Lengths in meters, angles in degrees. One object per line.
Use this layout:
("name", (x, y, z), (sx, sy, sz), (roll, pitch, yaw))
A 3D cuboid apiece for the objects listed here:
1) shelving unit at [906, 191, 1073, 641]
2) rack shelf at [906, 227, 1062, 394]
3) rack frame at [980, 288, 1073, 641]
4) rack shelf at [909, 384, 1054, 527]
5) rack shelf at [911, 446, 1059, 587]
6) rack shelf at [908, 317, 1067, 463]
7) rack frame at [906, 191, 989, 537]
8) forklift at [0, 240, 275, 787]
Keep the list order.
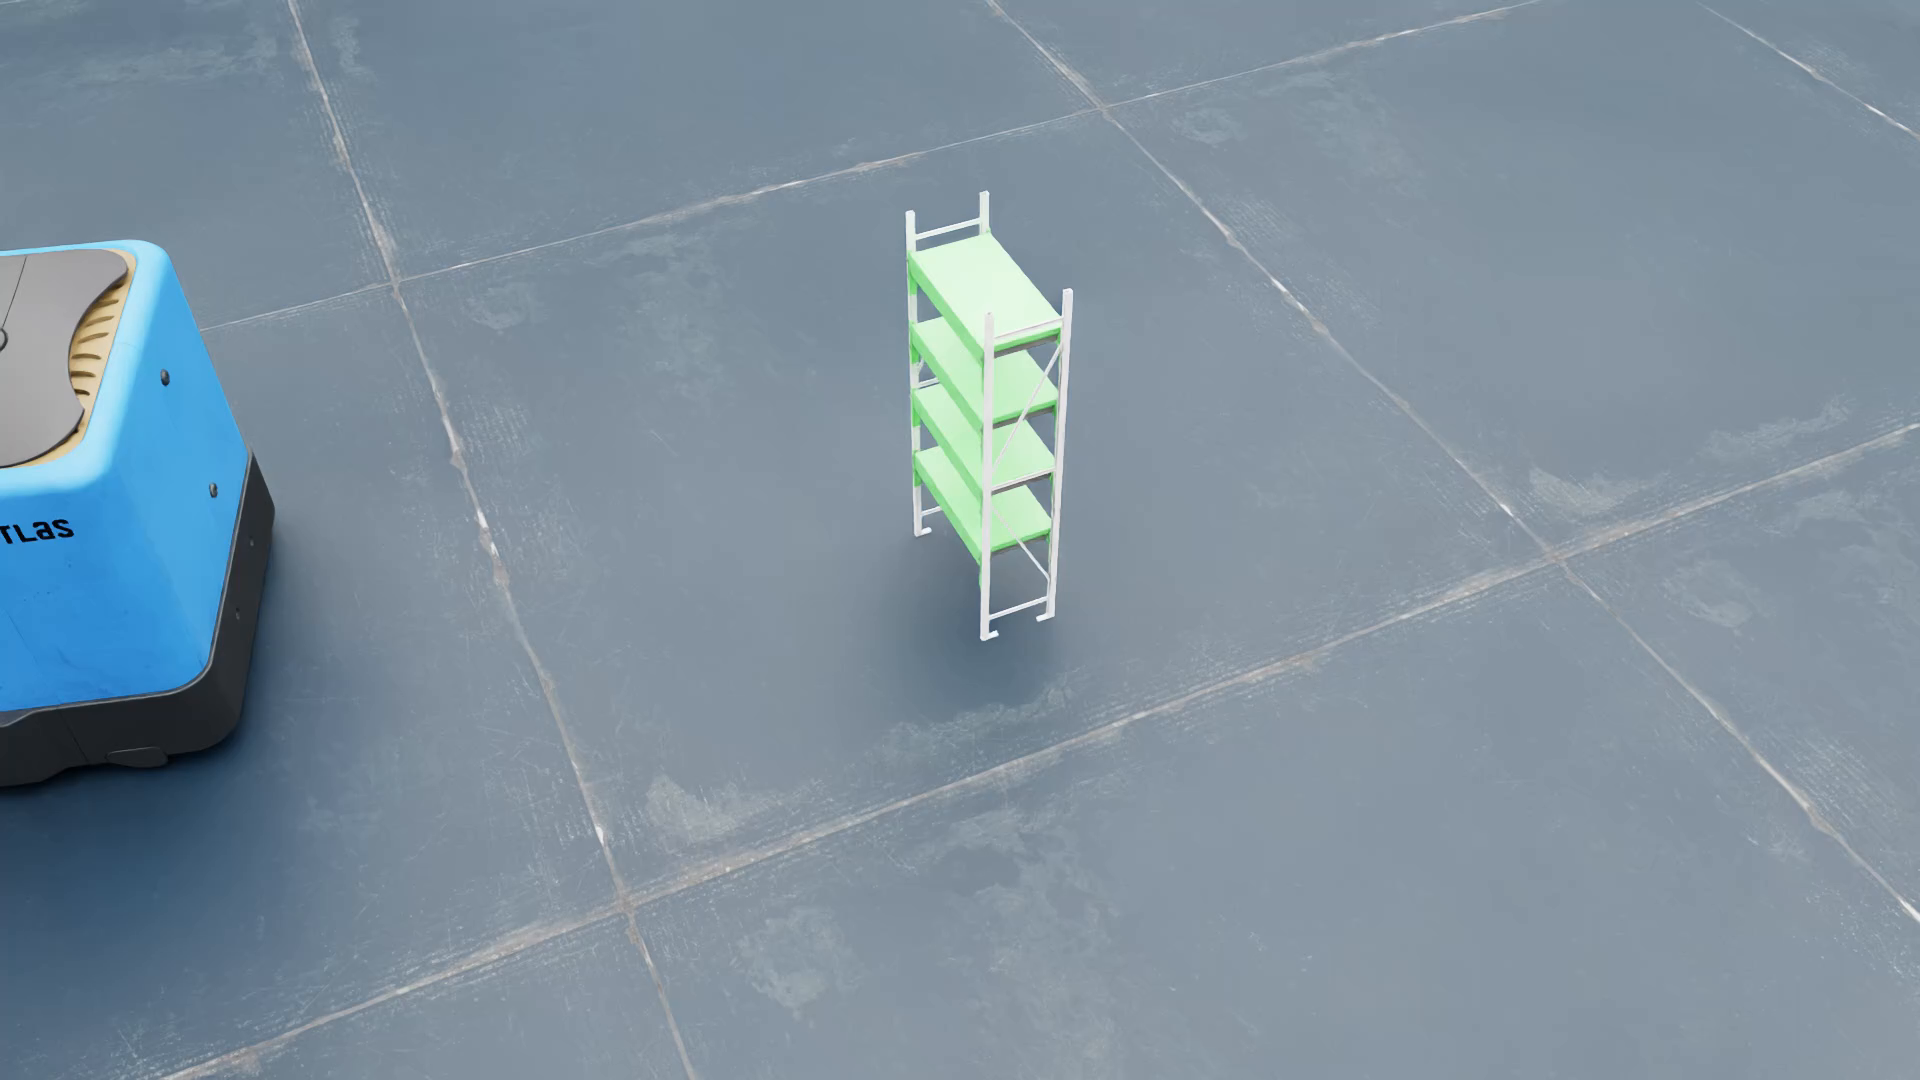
("shelving unit", (0.070, -0.322, 4.722), (0.258, 1.200, 0.503), (-18, 47, -17))
("rack shelf", (0.070, -0.618, 4.429), (0.258, 0.148, 0.480), (-18, 47, -17))
("rack frame", (0.172, -0.166, 4.564), (0.240, 1.200, 0.015), (-18, 47, -17))
("rack shelf", (0.070, -0.276, 4.767), (0.258, 0.148, 0.480), (-18, 47, -17))
("rack shelf", (0.070, -0.105, 4.935), (0.258, 0.148, 0.480), (-18, 47, -17))
("rack shelf", (0.070, -0.447, 4.598), (0.258, 0.148, 0.480), (-18, 47, -17))
("rack frame", (-0.033, -0.477, 4.879), (0.240, 1.200, 0.015), (-18, 47, -17))
("forklift", (-3.577, -0.606, 3.777), (3.031, 2.935, 1.130), (-7, 45, -7))
